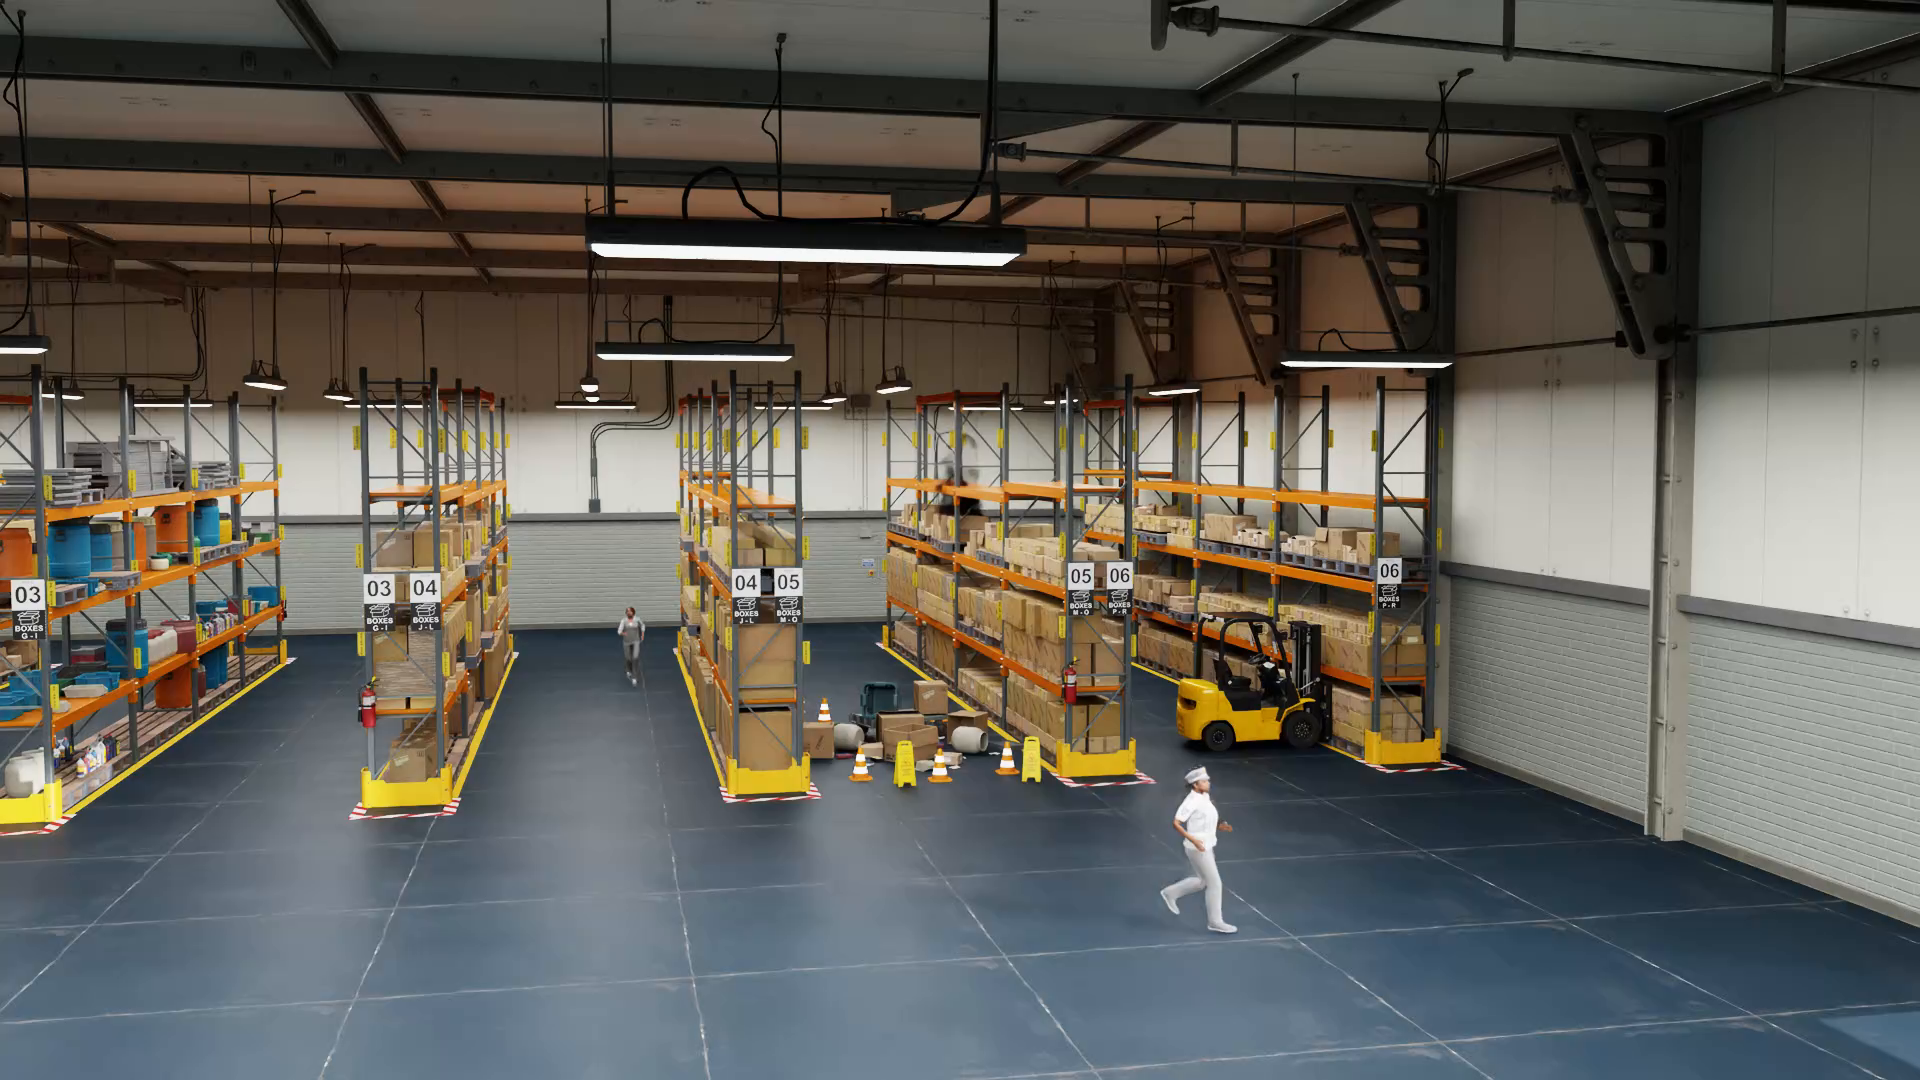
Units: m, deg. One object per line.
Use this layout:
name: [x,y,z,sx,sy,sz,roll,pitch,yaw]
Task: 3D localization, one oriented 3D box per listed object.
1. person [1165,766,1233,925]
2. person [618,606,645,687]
person: [2.424,3.114,17.046,0.721,1.608,0.588,2,4,26]
person: [-6.770,2.169,34.273,0.548,1.596,0.868,-1,3,-9]
